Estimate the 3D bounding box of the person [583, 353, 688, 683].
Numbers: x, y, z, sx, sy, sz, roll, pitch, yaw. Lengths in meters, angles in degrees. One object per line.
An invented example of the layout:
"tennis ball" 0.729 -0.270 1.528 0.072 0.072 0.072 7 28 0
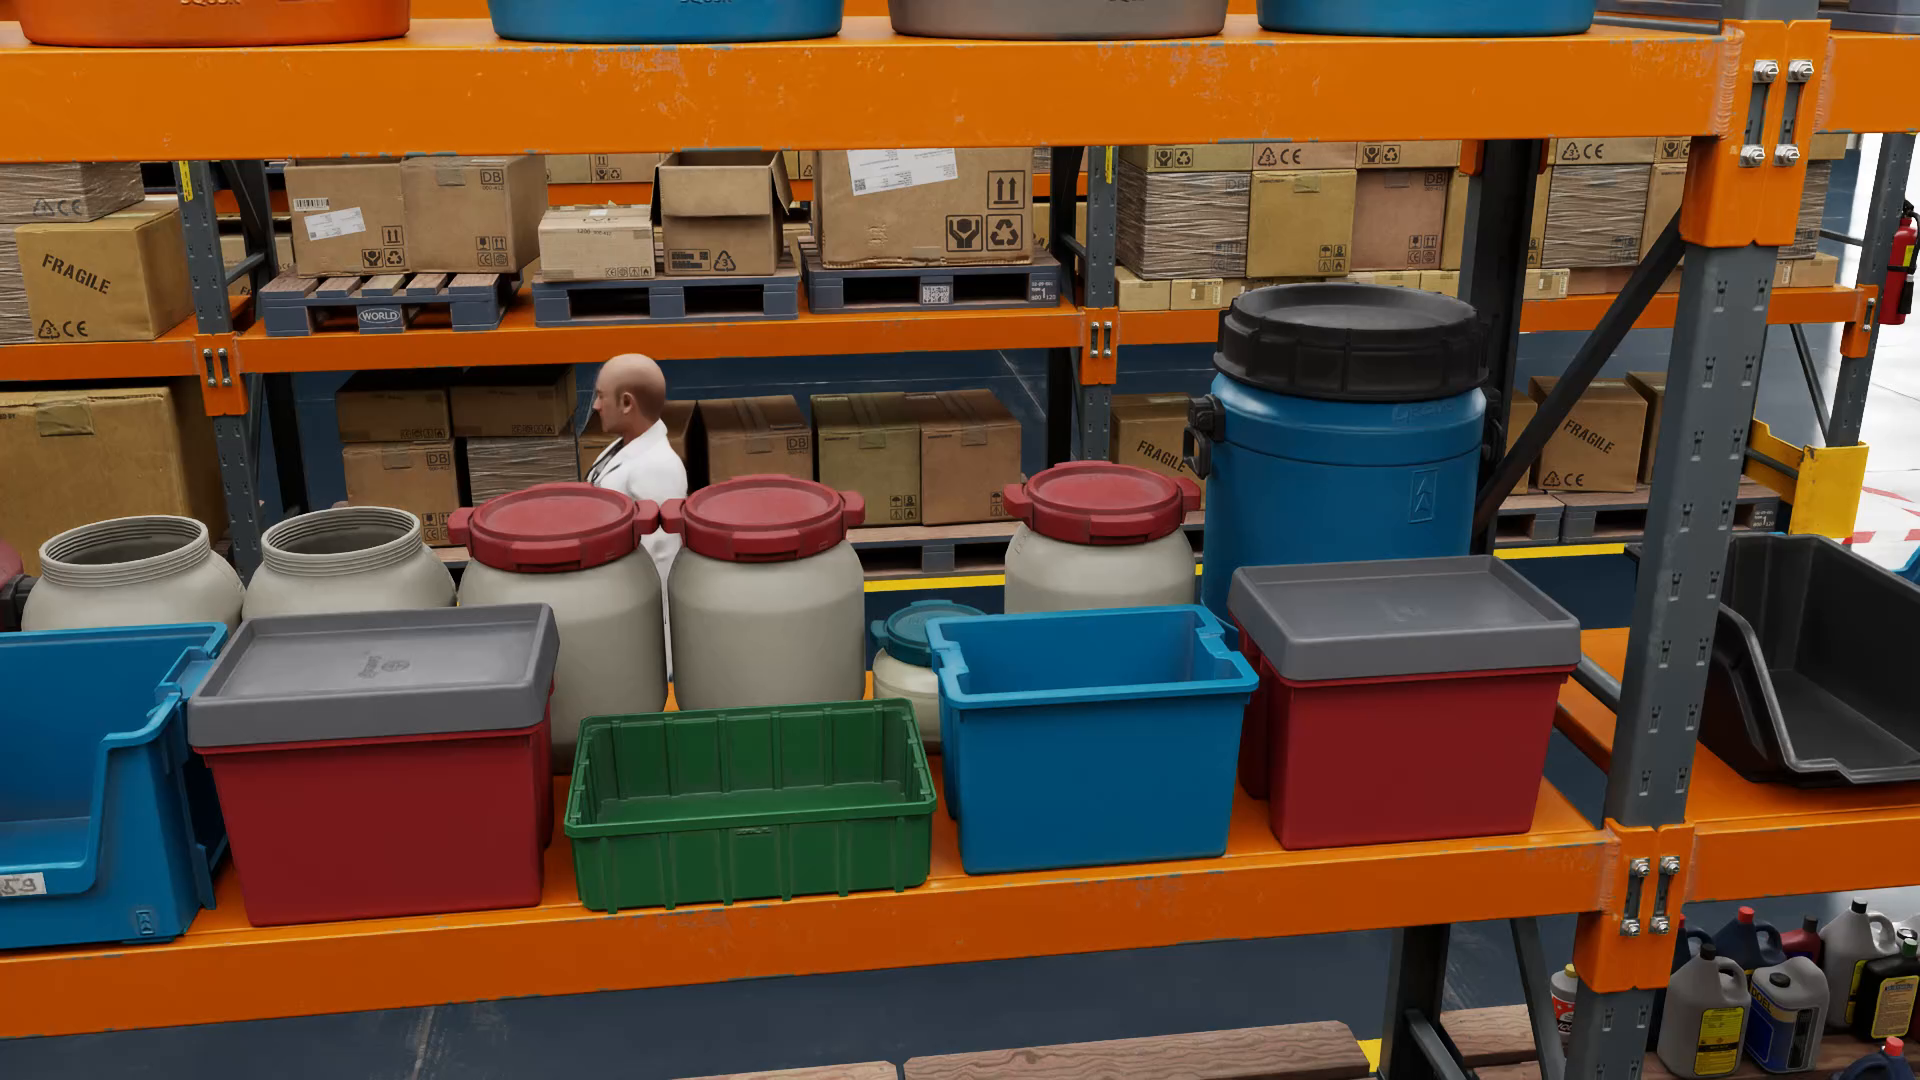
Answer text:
"person" -1.113 0.303 5.234 0.691 1.767 0.657 -6 21 -16
